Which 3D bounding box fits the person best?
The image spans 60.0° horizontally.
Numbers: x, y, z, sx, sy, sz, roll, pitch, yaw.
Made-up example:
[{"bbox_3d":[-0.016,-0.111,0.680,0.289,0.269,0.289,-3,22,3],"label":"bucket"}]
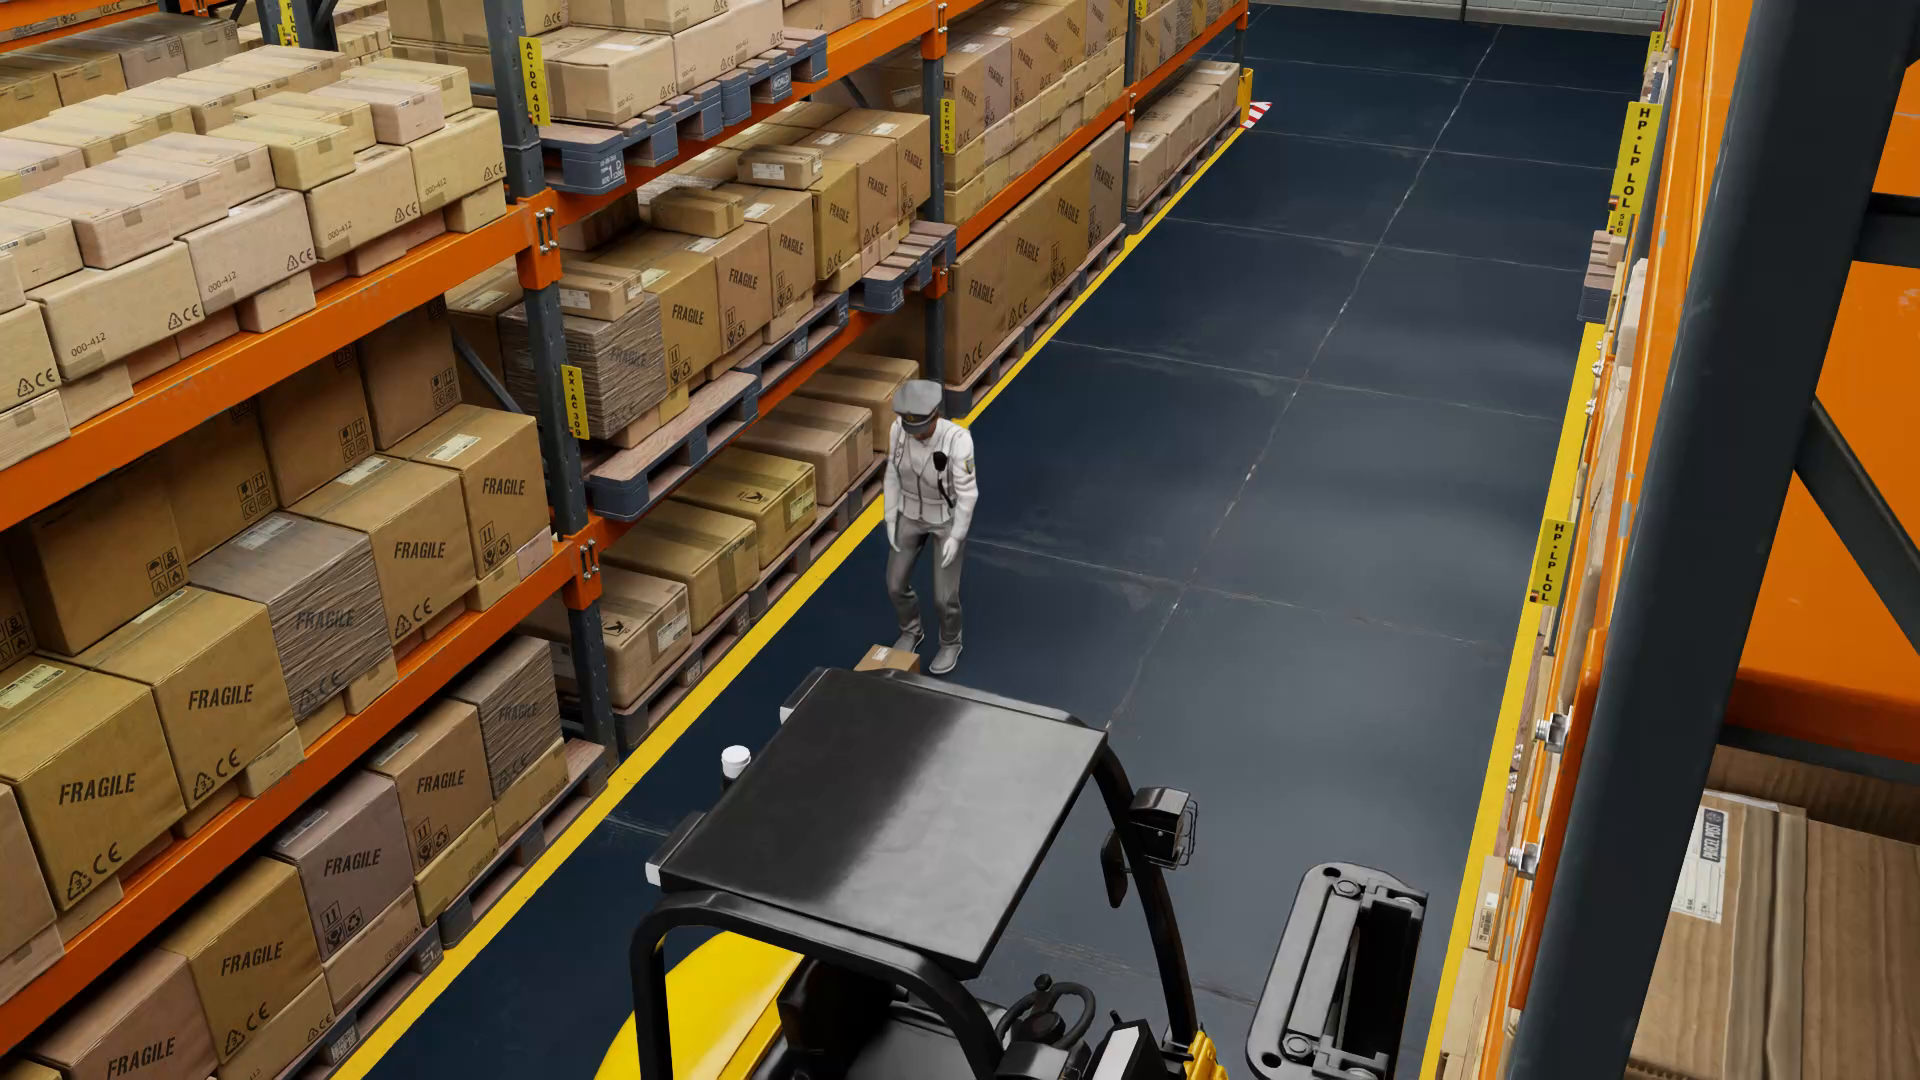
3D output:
[{"bbox_3d":[-0.151,-0.071,8.325,0.508,1.604,0.485,13,32,22],"label":"person"}]
